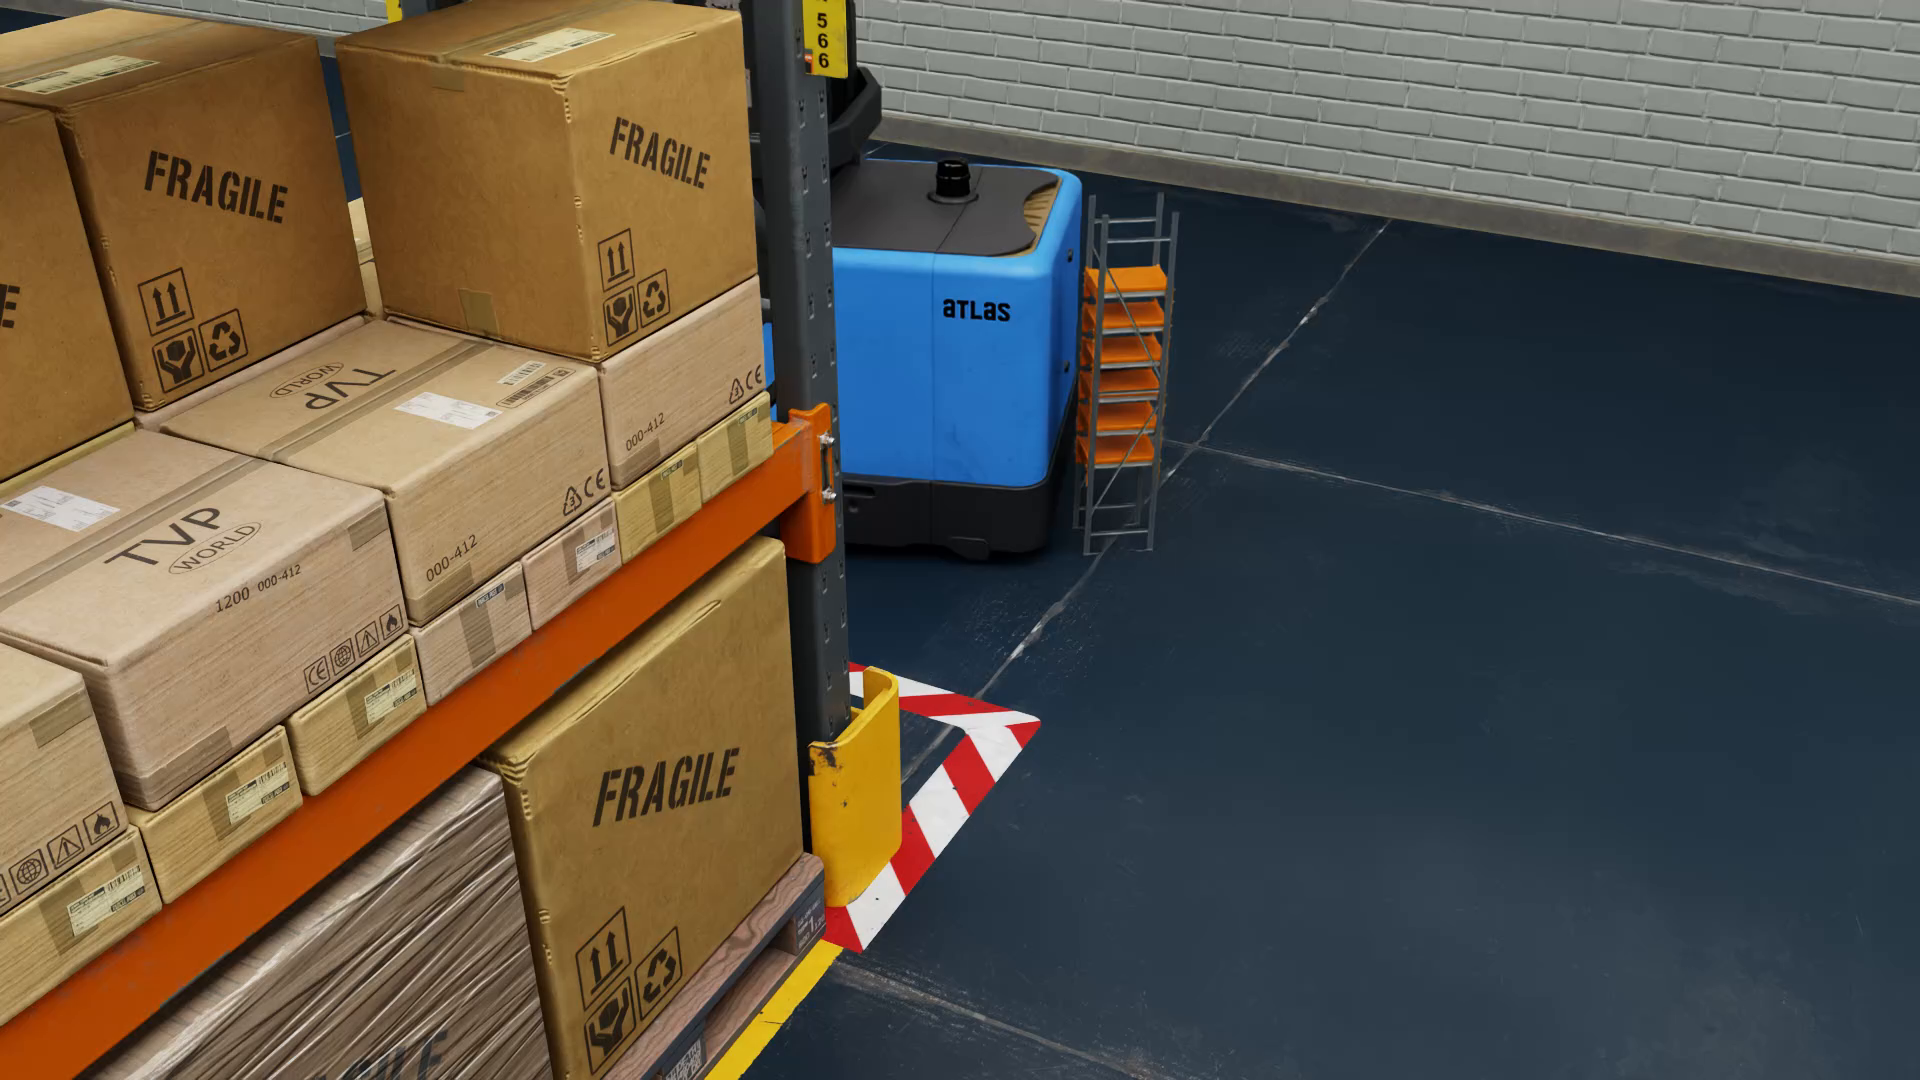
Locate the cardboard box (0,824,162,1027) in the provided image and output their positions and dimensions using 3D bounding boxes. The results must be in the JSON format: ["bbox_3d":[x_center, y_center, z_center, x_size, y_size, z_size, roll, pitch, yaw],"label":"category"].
[{"bbox_3d":[-1.305,0.449,2.207,0.380,0.149,0.250,15,33,24],"label":"cardboard box"}]

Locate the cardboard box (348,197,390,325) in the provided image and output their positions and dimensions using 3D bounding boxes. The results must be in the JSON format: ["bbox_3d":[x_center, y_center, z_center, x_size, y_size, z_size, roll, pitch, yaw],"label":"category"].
[{"bbox_3d":[-1.198,-0.482,3.429,0.500,0.250,0.500,13,32,22],"label":"cardboard box"}]

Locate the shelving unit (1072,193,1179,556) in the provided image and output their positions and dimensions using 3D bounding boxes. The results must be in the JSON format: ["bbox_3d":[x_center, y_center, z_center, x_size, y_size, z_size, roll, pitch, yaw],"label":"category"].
[{"bbox_3d":[0.531,-0.520,5.448,0.258,1.200,0.189,-4,30,-8],"label":"shelving unit"}]

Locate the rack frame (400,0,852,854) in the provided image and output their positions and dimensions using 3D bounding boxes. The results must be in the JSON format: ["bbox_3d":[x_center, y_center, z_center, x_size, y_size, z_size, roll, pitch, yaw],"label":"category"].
[{"bbox_3d":[-0.739,-0.570,3.730,1.000,3.000,0.127,14,33,23],"label":"rack frame"}]

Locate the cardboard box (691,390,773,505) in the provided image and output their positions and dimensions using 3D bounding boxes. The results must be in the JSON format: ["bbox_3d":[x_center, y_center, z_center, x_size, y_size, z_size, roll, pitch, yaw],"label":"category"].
[{"bbox_3d":[-0.608,-0.228,3.387,0.380,0.149,0.250,15,33,24],"label":"cardboard box"}]

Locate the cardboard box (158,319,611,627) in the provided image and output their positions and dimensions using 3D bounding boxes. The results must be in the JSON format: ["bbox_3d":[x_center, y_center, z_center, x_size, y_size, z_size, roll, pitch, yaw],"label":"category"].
[{"bbox_3d":[-0.955,-0.134,2.823,0.500,0.250,0.500,14,33,22],"label":"cardboard box"}]

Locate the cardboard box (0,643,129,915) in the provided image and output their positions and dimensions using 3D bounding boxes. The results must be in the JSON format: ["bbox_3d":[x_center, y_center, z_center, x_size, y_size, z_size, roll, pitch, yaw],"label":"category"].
[{"bbox_3d":[-1.421,0.324,2.026,0.500,0.250,0.500,14,33,23],"label":"cardboard box"}]

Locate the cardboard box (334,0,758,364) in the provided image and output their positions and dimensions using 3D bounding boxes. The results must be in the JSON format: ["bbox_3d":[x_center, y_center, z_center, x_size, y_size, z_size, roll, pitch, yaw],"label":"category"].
[{"bbox_3d":[-0.727,-0.683,3.026,0.500,0.500,0.500,15,33,24],"label":"cardboard box"}]

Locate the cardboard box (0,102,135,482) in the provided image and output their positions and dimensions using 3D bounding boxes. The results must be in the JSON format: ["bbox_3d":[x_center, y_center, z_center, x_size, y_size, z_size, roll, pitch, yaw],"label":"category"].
[{"bbox_3d":[-1.657,-0.355,2.454,0.500,0.500,0.500,13,32,22],"label":"cardboard box"}]

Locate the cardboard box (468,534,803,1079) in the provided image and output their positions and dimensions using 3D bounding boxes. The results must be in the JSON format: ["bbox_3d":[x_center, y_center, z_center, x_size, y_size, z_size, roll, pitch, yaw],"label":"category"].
[{"bbox_3d":[-0.960,0.471,3.629,0.875,0.875,0.875,14,33,23],"label":"cardboard box"}]

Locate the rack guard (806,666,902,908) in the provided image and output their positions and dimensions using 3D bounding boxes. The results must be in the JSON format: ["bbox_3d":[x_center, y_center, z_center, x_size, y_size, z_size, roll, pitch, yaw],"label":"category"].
[{"bbox_3d":[-0.728,0.504,4.371,1.175,0.500,0.348,14,33,23],"label":"rack guard"}]

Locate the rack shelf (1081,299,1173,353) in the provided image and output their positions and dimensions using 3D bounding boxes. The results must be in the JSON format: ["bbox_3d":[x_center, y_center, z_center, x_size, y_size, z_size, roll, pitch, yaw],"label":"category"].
[{"bbox_3d":[0.533,-0.690,5.350,0.258,0.103,0.180,-4,30,-8],"label":"rack shelf"}]

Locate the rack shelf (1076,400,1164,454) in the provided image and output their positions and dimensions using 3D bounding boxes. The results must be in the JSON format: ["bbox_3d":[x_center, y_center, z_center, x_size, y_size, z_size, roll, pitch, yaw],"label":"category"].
[{"bbox_3d":[0.530,-0.377,5.529,0.258,0.103,0.180,-4,30,-8],"label":"rack shelf"}]

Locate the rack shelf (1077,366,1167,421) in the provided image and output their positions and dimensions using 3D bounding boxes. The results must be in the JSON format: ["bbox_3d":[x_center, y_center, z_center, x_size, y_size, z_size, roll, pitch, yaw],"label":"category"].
[{"bbox_3d":[0.531,-0.481,5.470,0.258,0.103,0.180,-4,30,-8],"label":"rack shelf"}]

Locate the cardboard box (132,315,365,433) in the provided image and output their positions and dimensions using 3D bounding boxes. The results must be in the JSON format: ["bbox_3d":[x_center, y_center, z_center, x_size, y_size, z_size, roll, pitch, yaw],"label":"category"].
[{"bbox_3d":[-1.429,-0.250,3.025,0.500,0.250,0.500,14,33,23],"label":"cardboard box"}]

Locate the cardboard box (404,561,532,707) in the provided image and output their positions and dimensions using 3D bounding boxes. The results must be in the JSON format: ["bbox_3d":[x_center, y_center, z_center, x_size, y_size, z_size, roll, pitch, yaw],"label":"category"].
[{"bbox_3d":[-0.956,0.109,2.800,0.380,0.149,0.250,15,33,24],"label":"cardboard box"}]

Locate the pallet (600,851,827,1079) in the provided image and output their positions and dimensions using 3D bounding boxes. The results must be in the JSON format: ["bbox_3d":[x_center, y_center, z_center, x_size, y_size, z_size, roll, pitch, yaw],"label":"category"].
[{"bbox_3d":[-1.034,1.012,3.776,1.003,0.211,1.213,14,33,23],"label":"pallet"}]

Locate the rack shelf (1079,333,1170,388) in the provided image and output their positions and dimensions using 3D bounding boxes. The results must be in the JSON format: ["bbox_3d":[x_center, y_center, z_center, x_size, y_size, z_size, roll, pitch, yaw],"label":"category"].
[{"bbox_3d":[0.532,-0.586,5.410,0.258,0.103,0.180,-4,30,-8],"label":"rack shelf"}]

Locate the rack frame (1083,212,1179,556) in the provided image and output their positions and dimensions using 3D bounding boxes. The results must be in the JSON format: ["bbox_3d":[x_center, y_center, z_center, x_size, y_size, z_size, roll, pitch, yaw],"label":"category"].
[{"bbox_3d":[0.545,-0.475,5.369,0.240,1.200,0.006,-4,30,-8],"label":"rack frame"}]

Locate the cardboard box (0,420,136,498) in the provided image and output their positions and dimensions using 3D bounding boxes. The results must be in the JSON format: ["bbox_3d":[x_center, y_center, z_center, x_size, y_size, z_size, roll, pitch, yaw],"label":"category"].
[{"bbox_3d":[-1.661,-0.028,2.639,0.500,0.250,0.500,13,32,22],"label":"cardboard box"}]

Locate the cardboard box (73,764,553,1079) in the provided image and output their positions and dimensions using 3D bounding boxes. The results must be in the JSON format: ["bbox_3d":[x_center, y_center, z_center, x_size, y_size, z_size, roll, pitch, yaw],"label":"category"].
[{"bbox_3d":[-1.374,0.875,2.926,0.875,0.875,0.875,14,33,23],"label":"cardboard box"}]

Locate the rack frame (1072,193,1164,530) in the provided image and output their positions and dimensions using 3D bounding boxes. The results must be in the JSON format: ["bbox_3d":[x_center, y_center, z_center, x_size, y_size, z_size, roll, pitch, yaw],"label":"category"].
[{"bbox_3d":[0.518,-0.565,5.526,0.240,1.200,0.006,-4,30,-8],"label":"rack frame"}]

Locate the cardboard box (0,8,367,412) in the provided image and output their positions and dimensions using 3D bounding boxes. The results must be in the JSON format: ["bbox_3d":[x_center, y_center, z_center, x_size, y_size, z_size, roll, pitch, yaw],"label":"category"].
[{"bbox_3d":[-1.426,-0.586,2.857,0.500,0.500,0.500,13,33,22],"label":"cardboard box"}]

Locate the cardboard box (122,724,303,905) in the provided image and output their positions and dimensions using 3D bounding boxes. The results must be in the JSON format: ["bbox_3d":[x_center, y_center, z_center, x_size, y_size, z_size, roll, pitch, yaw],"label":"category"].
[{"bbox_3d":[-1.190,0.340,2.398,0.380,0.149,0.250,14,33,23],"label":"cardboard box"}]

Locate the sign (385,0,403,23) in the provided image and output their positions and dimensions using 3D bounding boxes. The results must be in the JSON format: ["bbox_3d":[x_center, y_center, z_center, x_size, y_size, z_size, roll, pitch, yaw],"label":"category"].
[{"bbox_3d":[-1.231,-1.108,3.718,0.100,0.325,0.005,14,33,23],"label":"sign"}]

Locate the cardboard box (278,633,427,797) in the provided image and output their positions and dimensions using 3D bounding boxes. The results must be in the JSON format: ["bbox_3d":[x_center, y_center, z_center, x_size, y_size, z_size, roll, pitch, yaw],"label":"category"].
[{"bbox_3d":[-1.072,0.225,2.598,0.380,0.149,0.250,14,33,22],"label":"cardboard box"}]

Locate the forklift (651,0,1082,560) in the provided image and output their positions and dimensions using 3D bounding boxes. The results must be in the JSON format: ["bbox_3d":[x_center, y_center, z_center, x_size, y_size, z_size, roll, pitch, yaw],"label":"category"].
[{"bbox_3d":[-1.122,-1.547,5.501,3.031,2.935,1.130,5,30,9],"label":"forklift"}]

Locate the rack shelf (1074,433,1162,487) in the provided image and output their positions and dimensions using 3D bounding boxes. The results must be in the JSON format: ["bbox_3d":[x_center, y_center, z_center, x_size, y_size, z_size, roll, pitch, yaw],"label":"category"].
[{"bbox_3d":[0.528,-0.273,5.589,0.258,0.103,0.180,-4,30,-8],"label":"rack shelf"}]

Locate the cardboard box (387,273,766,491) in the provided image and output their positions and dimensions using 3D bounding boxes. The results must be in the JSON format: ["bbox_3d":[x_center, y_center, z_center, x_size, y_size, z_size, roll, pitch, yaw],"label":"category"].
[{"bbox_3d":[-0.724,-0.359,3.214,0.500,0.250,0.500,14,33,23],"label":"cardboard box"}]

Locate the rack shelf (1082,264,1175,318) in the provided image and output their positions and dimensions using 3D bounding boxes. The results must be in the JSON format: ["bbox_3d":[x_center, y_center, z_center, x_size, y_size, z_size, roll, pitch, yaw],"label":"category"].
[{"bbox_3d":[0.535,-0.794,5.291,0.258,0.103,0.180,-4,30,-8],"label":"rack shelf"}]

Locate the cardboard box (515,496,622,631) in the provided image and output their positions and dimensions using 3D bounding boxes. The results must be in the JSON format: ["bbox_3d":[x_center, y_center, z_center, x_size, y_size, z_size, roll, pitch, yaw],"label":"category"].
[{"bbox_3d":[-0.841,-0.001,2.992,0.380,0.149,0.250,14,33,23],"label":"cardboard box"}]

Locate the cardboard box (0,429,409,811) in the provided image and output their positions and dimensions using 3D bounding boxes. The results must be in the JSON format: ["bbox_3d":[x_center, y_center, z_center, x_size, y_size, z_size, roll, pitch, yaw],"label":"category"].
[{"bbox_3d":[-1.187,0.092,2.430,0.500,0.250,0.500,13,32,22],"label":"cardboard box"}]

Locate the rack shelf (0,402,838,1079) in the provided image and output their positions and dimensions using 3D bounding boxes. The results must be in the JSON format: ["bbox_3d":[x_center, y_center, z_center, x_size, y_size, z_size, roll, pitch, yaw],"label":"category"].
[{"bbox_3d":[-1.650,0.629,2.365,1.077,0.370,4.000,14,33,23],"label":"rack shelf"}]

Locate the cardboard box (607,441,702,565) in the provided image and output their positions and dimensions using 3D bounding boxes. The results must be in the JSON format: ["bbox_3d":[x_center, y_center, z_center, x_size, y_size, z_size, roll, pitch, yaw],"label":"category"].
[{"bbox_3d":[-0.725,-0.113,3.186,0.380,0.149,0.250,15,33,24],"label":"cardboard box"}]

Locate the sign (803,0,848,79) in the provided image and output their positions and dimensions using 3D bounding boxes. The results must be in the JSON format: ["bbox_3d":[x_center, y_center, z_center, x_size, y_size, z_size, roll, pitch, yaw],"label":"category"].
[{"bbox_3d":[-0.262,-1.045,3.157,0.100,0.325,0.005,14,33,23],"label":"sign"}]
